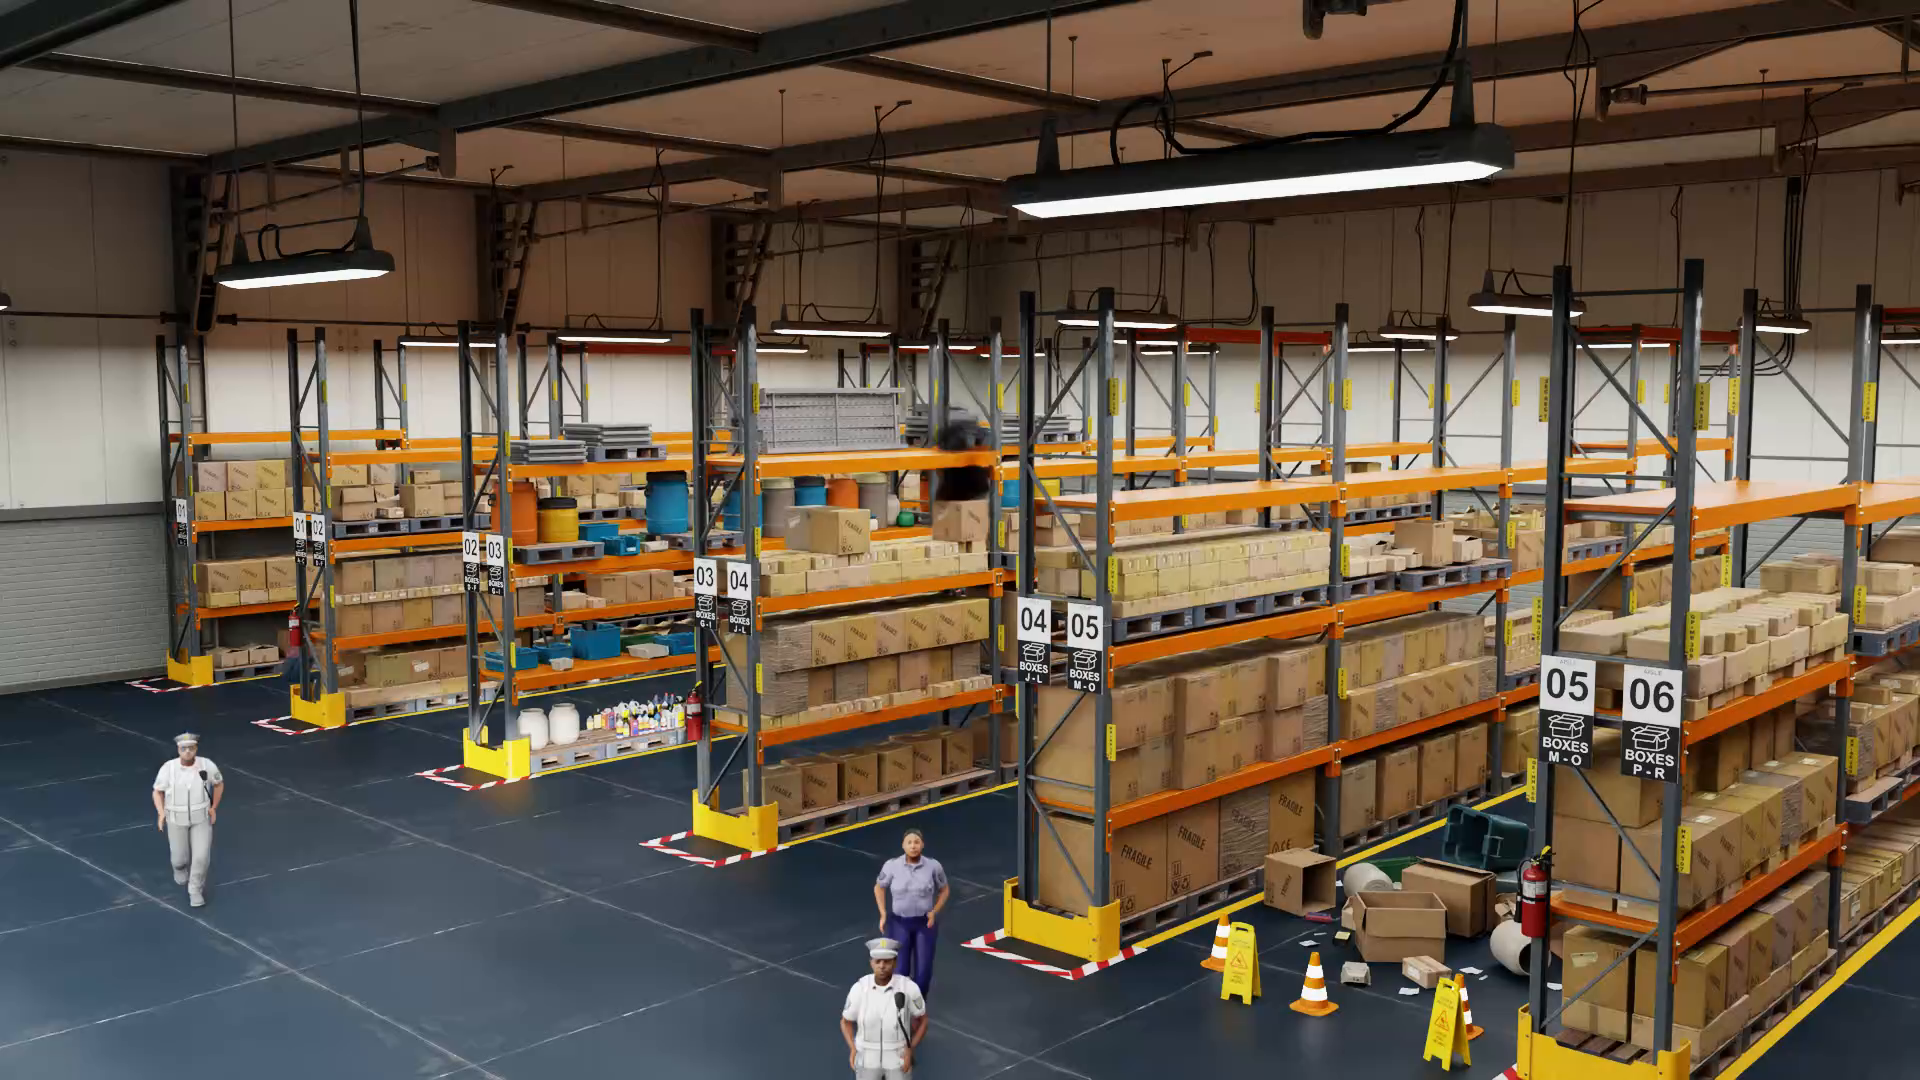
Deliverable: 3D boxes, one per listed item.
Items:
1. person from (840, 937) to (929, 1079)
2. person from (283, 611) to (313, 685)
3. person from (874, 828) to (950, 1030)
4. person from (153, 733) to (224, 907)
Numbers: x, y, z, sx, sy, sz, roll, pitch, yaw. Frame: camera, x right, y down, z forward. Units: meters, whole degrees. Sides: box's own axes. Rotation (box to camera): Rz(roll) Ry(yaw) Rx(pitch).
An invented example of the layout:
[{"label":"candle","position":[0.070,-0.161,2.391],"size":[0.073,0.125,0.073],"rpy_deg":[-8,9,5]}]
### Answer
[{"label":"person","position":[-0.492,3.343,10.661],"size":[0.573,1.650,0.563],"rpy_deg":[0,5,3]},{"label":"person","position":[-10.619,1.887,26.735],"size":[0.512,1.548,0.512],"rpy_deg":[4,6,33]},{"label":"person","position":[-0.390,3.118,13.436],"size":[0.598,1.604,0.551],"rpy_deg":[0,5,-4]},{"label":"person","position":[-7.697,2.752,16.623],"size":[0.650,1.733,0.652],"rpy_deg":[-3,6,-27]}]
